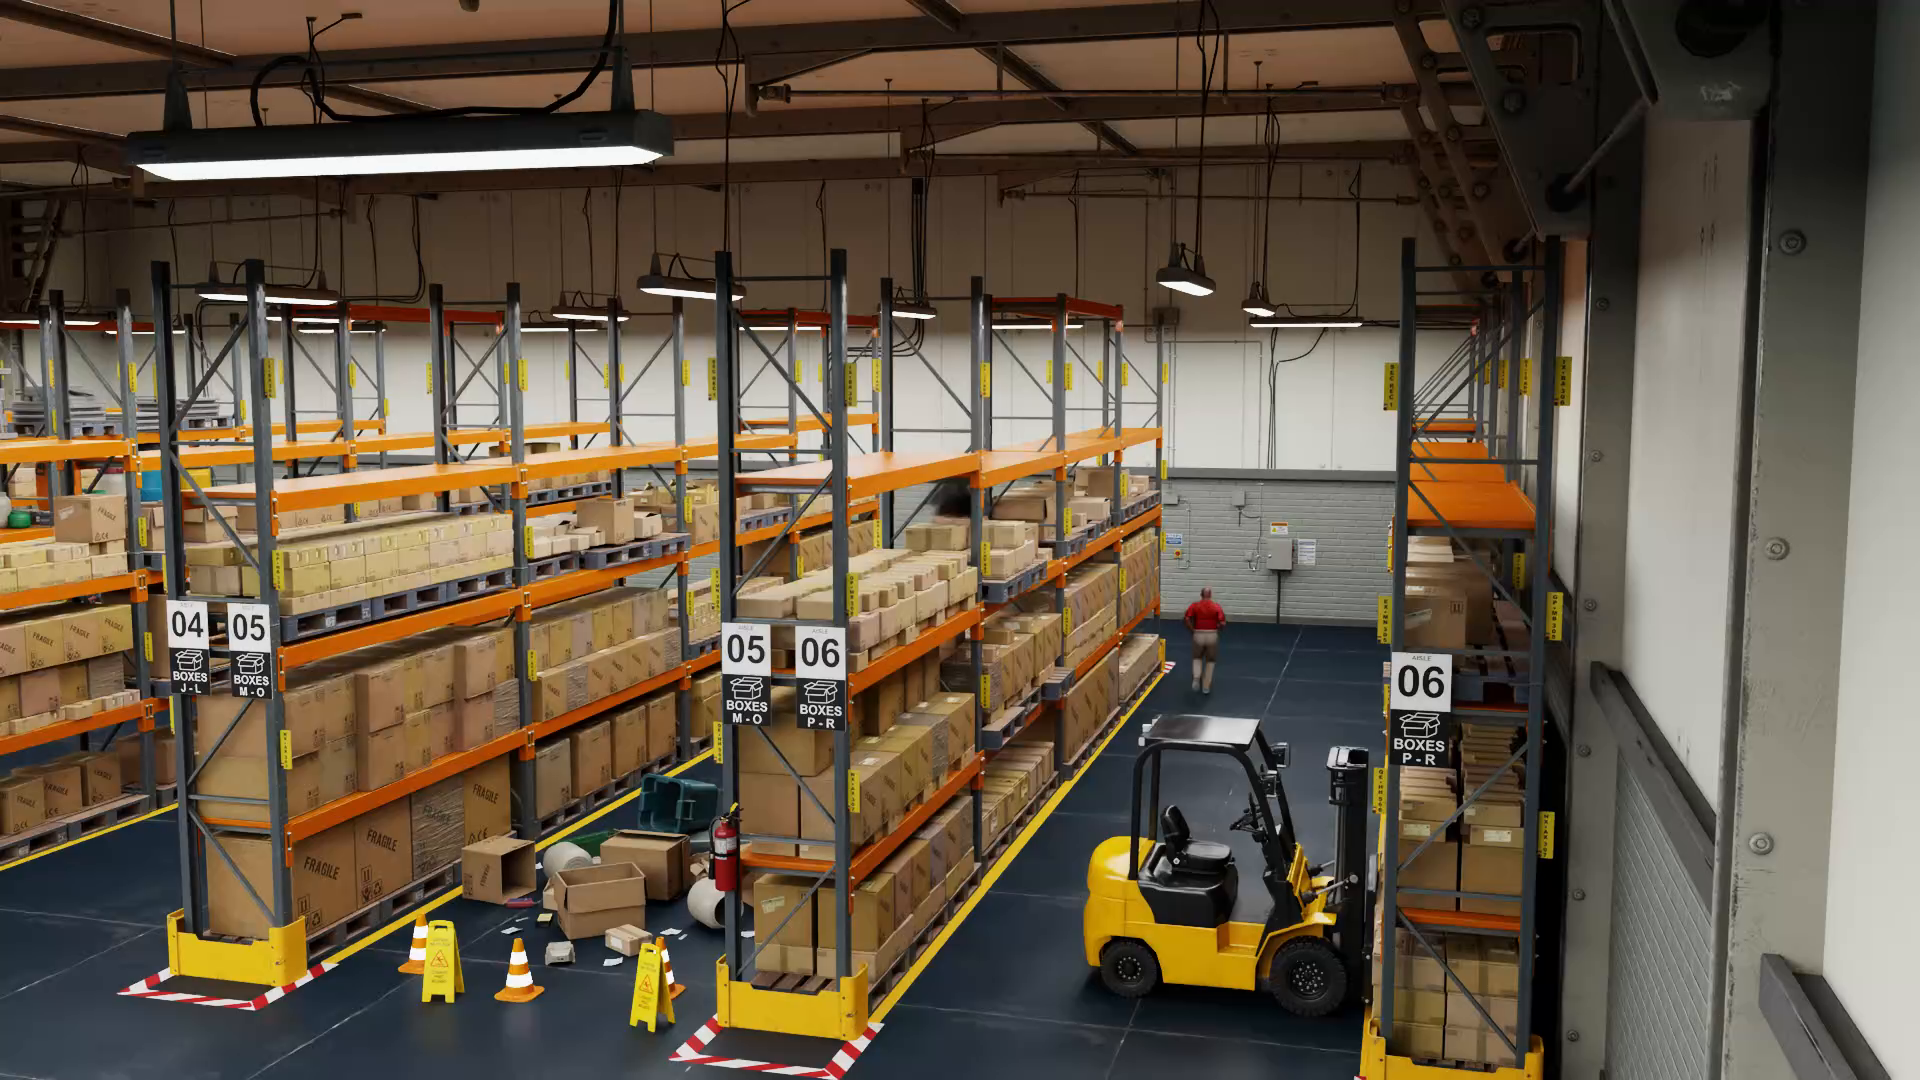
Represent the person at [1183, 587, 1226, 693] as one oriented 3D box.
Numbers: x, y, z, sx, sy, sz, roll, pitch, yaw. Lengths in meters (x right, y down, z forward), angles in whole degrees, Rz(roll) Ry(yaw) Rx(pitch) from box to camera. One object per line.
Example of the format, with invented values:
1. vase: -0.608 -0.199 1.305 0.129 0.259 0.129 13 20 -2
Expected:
1. person: 3.860 1.554 26.194 0.653 1.679 0.583 1 6 13
